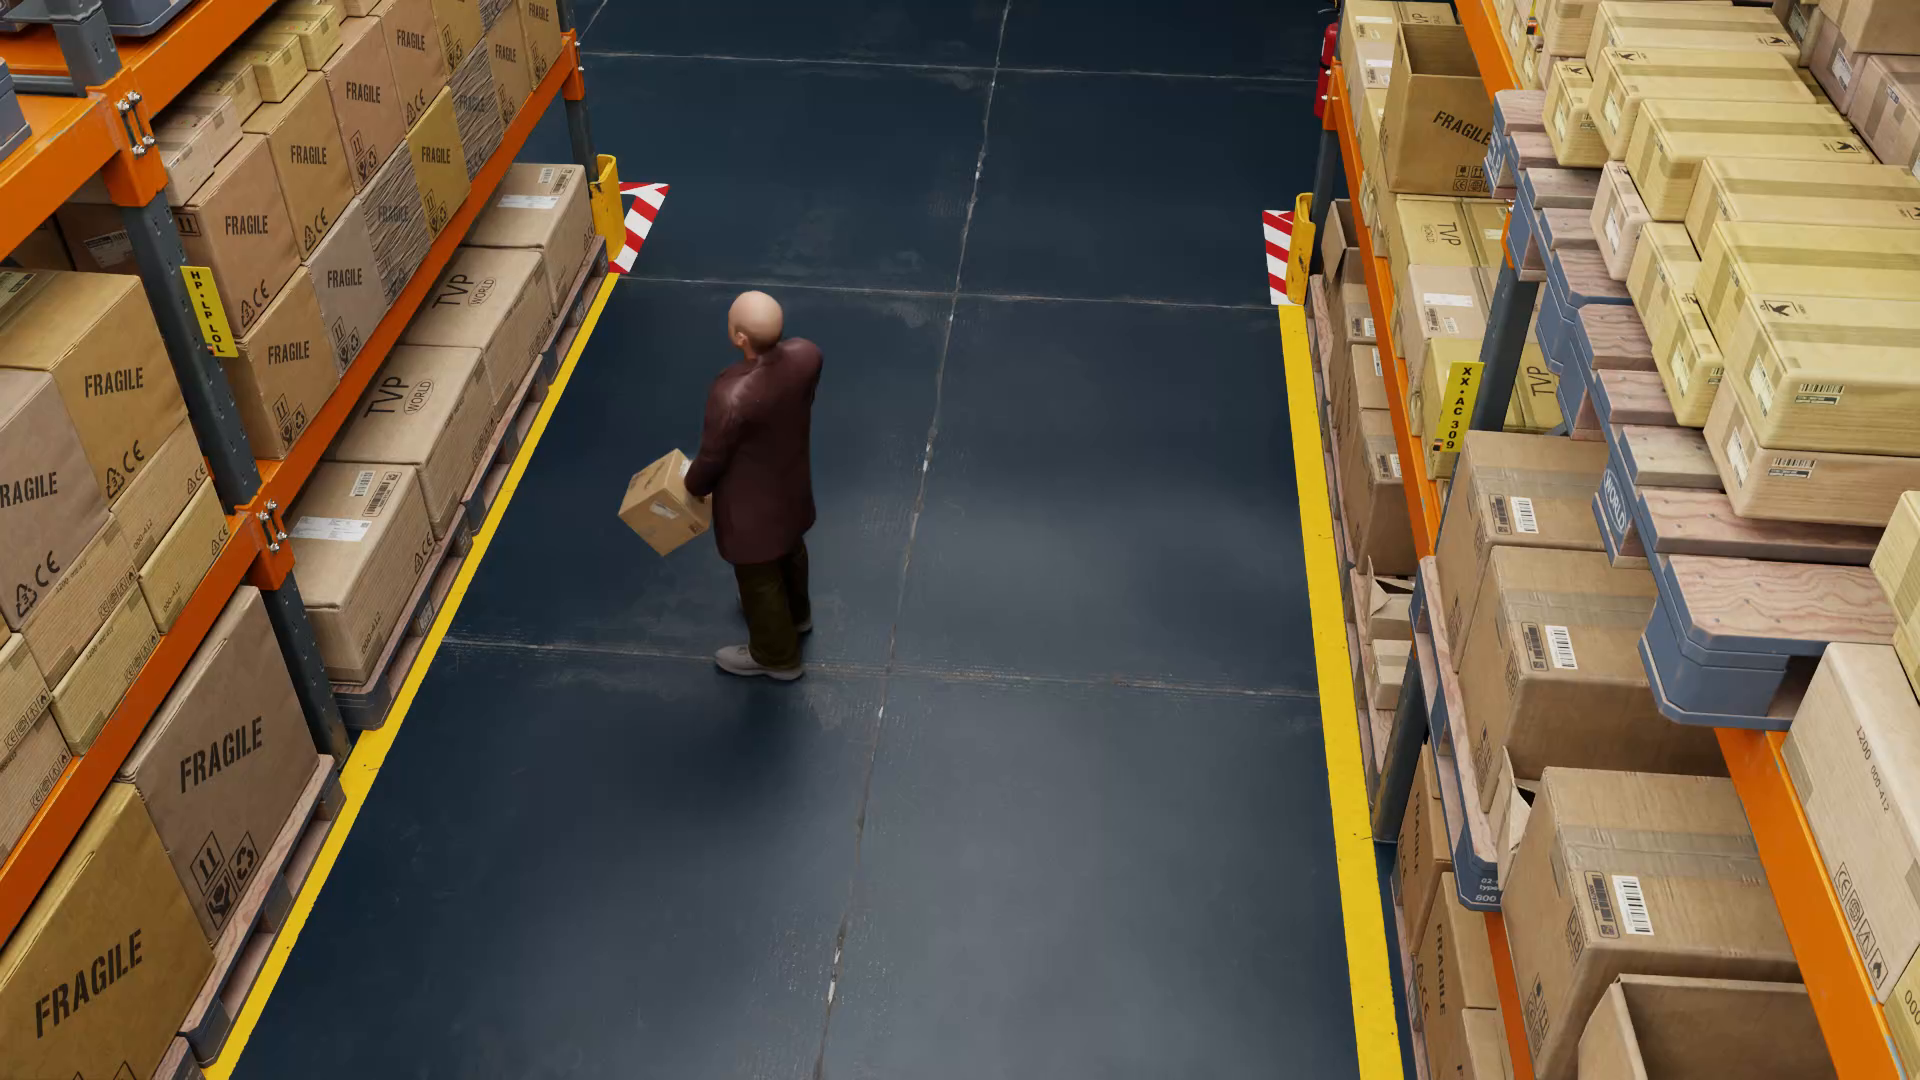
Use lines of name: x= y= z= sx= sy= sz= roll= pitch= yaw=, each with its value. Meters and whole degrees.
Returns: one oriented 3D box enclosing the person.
person: x=-0.836 y=-0.230 z=6.429 sx=0.557 sy=1.781 sz=0.579 roll=26 pitch=46 yaw=28
